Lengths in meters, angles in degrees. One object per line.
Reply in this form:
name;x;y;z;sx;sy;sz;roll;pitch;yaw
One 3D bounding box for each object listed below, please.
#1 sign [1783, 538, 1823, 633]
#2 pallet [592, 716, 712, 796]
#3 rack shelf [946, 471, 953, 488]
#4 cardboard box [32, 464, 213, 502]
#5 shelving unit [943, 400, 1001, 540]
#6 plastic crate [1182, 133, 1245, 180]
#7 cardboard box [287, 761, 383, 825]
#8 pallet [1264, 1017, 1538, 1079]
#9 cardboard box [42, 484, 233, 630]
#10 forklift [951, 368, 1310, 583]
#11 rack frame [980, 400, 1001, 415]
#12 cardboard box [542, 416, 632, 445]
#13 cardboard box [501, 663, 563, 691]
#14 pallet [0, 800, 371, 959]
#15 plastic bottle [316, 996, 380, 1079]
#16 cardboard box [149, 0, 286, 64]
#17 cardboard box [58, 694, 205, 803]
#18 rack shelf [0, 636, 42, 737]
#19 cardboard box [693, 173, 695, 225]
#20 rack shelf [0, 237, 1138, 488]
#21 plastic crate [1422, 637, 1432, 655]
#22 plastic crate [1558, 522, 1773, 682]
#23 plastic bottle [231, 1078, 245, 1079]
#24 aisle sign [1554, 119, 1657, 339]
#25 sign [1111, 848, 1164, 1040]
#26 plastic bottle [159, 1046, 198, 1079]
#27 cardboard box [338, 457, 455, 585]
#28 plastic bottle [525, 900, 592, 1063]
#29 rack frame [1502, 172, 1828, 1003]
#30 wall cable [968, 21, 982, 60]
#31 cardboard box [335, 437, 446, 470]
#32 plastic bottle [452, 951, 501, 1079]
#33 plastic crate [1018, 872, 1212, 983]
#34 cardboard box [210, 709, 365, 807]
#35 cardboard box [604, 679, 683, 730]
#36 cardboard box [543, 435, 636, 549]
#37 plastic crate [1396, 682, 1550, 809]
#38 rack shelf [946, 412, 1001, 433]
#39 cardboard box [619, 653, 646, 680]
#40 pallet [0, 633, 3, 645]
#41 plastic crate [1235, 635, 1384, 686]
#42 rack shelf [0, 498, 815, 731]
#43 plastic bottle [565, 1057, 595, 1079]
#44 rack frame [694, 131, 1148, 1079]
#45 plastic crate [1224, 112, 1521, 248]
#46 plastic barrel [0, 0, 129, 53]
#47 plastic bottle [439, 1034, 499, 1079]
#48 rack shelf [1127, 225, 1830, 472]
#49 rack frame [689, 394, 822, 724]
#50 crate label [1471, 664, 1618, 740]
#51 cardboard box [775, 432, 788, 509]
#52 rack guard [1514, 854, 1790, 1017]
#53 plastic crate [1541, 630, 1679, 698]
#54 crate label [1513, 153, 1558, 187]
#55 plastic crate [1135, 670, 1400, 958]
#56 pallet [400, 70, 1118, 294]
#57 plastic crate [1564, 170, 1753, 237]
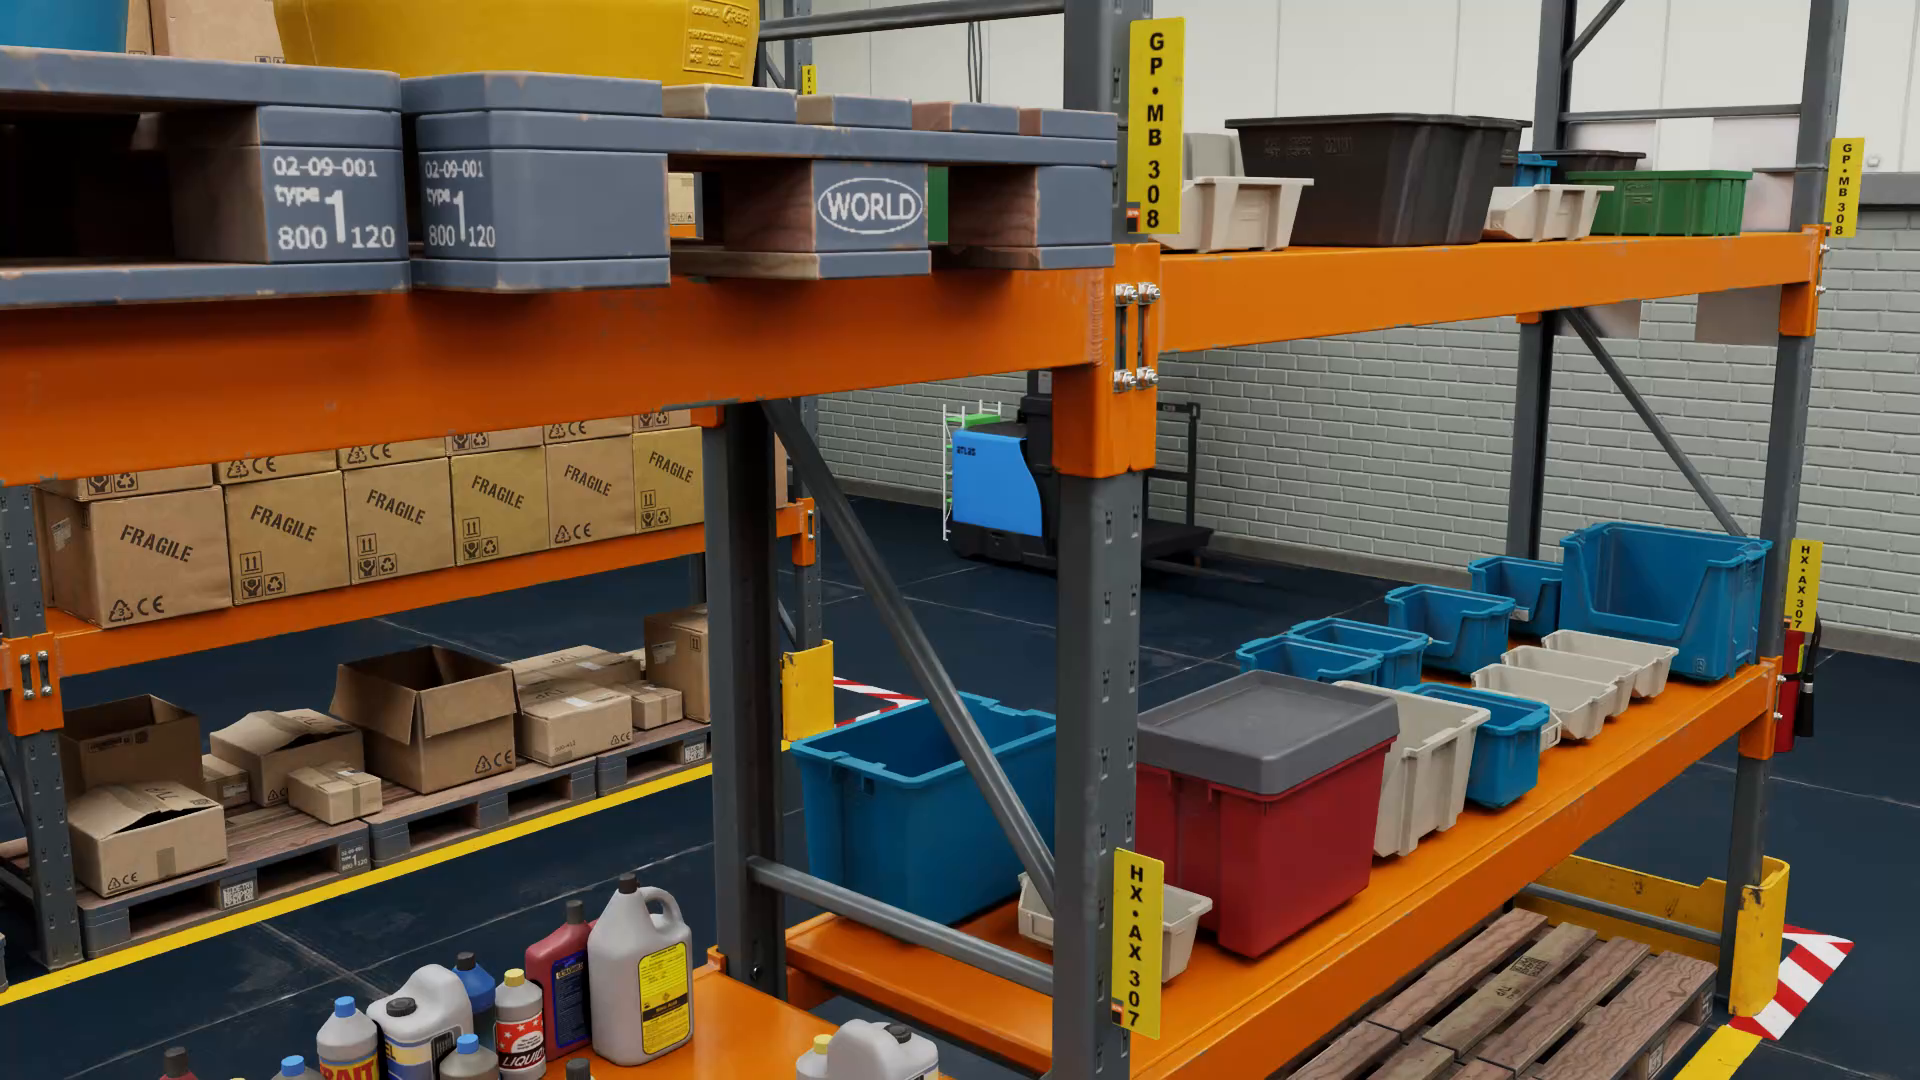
sign;2.957;0.160;5.834;0.100;0.325;0.005;10;15;40
pallet;-1.761;1.027;9.033;1.003;0.211;1.213;10;15;40
rack shelf;0.109;-0.550;14.728;0.258;0.148;0.480;10;15;40
cardboard box;-3.303;-0.453;6.514;0.500;0.500;0.500;10;15;42
shelving unit;0.109;-0.613;14.716;0.258;1.200;0.503;10;15;40
plastic crate;0.839;-0.955;4.480;0.437;0.282;0.530;10;15;40
cardboard box;-2.822;1.130;7.504;0.380;0.166;0.250;10;15;40
pallet;1.154;1.834;4.991;1.003;0.211;1.213;10;15;40
cardboard box;-3.284;0.030;6.647;0.500;0.500;0.500;10;15;42
forklift;1.326;-1.167;13.070;3.031;2.935;1.130;11;16;43
rack frame;0.270;-0.649;14.895;0.240;1.200;0.015;10;15;40
cardboard box;-1.944;-0.757;8.033;0.500;0.500;0.500;10;15;42
cardboard box;-2.417;0.854;8.676;0.500;0.250;0.500;10;15;40
pallet;-3.371;1.386;7.236;1.003;0.211;1.213;10;15;40
plastic bottle;-1.037;0.909;2.829;0.097;0.271;0.097;0;11;0
cardboard box;-3.097;-2.023;6.715;0.700;0.500;0.500;10;15;40
cardboard box;-3.662;1.009;7.262;0.500;0.500;0.500;10;15;40
rack shelf;-5.146;0.766;5.054;1.077;0.370;4.000;10;15;40
cardboard box;-1.326;-1.757;8.576;0.500;0.250;0.500;10;15;40
rack shelf;-1.427;-0.064;1.551;1.077;0.370;4.000;10;15;40
plastic crate;1.401;0.401;5.563;0.250;0.136;0.298;10;15;40
plastic crate;2.453;0.198;5.818;0.616;0.435;0.499;10;15;40
plastic bottle;-1.166;0.972;2.693;0.097;0.201;0.097;0;11;0
aisle sign;2.358;-1.152;6.185;0.394;0.787;0.004;10;15;40
sign;0.305;0.696;2.863;0.100;0.325;0.005;10;15;40
plastic bottle;-1.256;0.947;2.611;0.061;0.283;0.133;10;15;40
cardboard box;-2.617;-0.119;7.393;0.500;0.500;0.500;10;15;40
plastic bottle;-0.758;0.836;3.167;0.061;0.283;0.133;10;15;40
rack frame;2.533;0.171;6.195;1.000;3.000;0.127;10;15;40
wall cable;1.126;-5.441;14.013;3.097;2.526;0.112;10;15;40
cardboard box;-2.623;-0.605;7.273;0.500;0.500;0.500;9;15;39
plastic bottle;-0.884;0.875;3.000;0.097;0.271;0.097;0;11;0
plastic crate;0.308;0.810;3.518;0.396;0.136;0.243;10;15;40
cardboard box;-3.167;0.991;7.833;0.500;0.311;0.500;10;15;40
cardboard box;-1.694;0.864;8.838;0.380;0.166;0.250;10;15;40
cardboard box;-1.949;-0.268;8.139;0.500;0.500;0.500;10;15;41
plastic crate;1.370;0.559;4.526;0.416;0.233;0.300;10;15;40
rack shelf;0.109;-1.021;14.634;0.258;0.148;0.480;10;15;40
cardboard box;-1.885;0.758;9.368;0.380;0.166;0.250;10;15;40
pallet;-6.183;0.564;11.347;1.003;0.211;1.213;10;15;40
plastic crate;1.056;0.456;5.045;0.416;0.233;0.300;10;15;40
rack shelf;-2.505;0.177;8.001;1.077;0.370;4.000;10;15;40
plastic bottle;-0.576;0.943;2.457;0.144;0.351;0.185;10;15;40
rack frame;-0.107;0.760;3.248;1.000;3.000;0.127;10;15;40
plastic crate;0.919;-0.794;3.705;0.497;0.269;0.590;10;15;40
plastic barrel;-1.119;-0.892;1.508;0.600;0.901;0.708;10;15;40
plastic bottle;-0.834;0.943;2.837;0.097;0.201;0.097;0;11;0
rack shelf;1.213;-0.652;4.498;1.077;0.370;4.000;10;15;40
rack frame;-1.185;-0.470;9.404;1.000;3.000;0.127;10;15;40
crate label;1.763;0.500;5.071;0.396;0.136;0.243;10;15;40
cardboard box;-1.276;-0.417;8.888;0.500;0.500;0.500;10;15;42
rack guard;2.540;1.392;6.465;1.175;0.500;0.348;10;15;40
plastic crate;2.131;0.415;5.497;0.396;0.136;0.243;10;15;40
crate label;1.682;-1.133;5.445;0.408;0.251;0.502;10;15;40
plastic crate;0.671;0.600;3.731;0.402;0.464;0.583;10;15;40
pallet;-0.551;-0.490;2.332;1.213;0.211;1.003;10;15;40
plastic crate;2.097;-1.014;5.010;0.450;0.188;0.336;10;15;40
